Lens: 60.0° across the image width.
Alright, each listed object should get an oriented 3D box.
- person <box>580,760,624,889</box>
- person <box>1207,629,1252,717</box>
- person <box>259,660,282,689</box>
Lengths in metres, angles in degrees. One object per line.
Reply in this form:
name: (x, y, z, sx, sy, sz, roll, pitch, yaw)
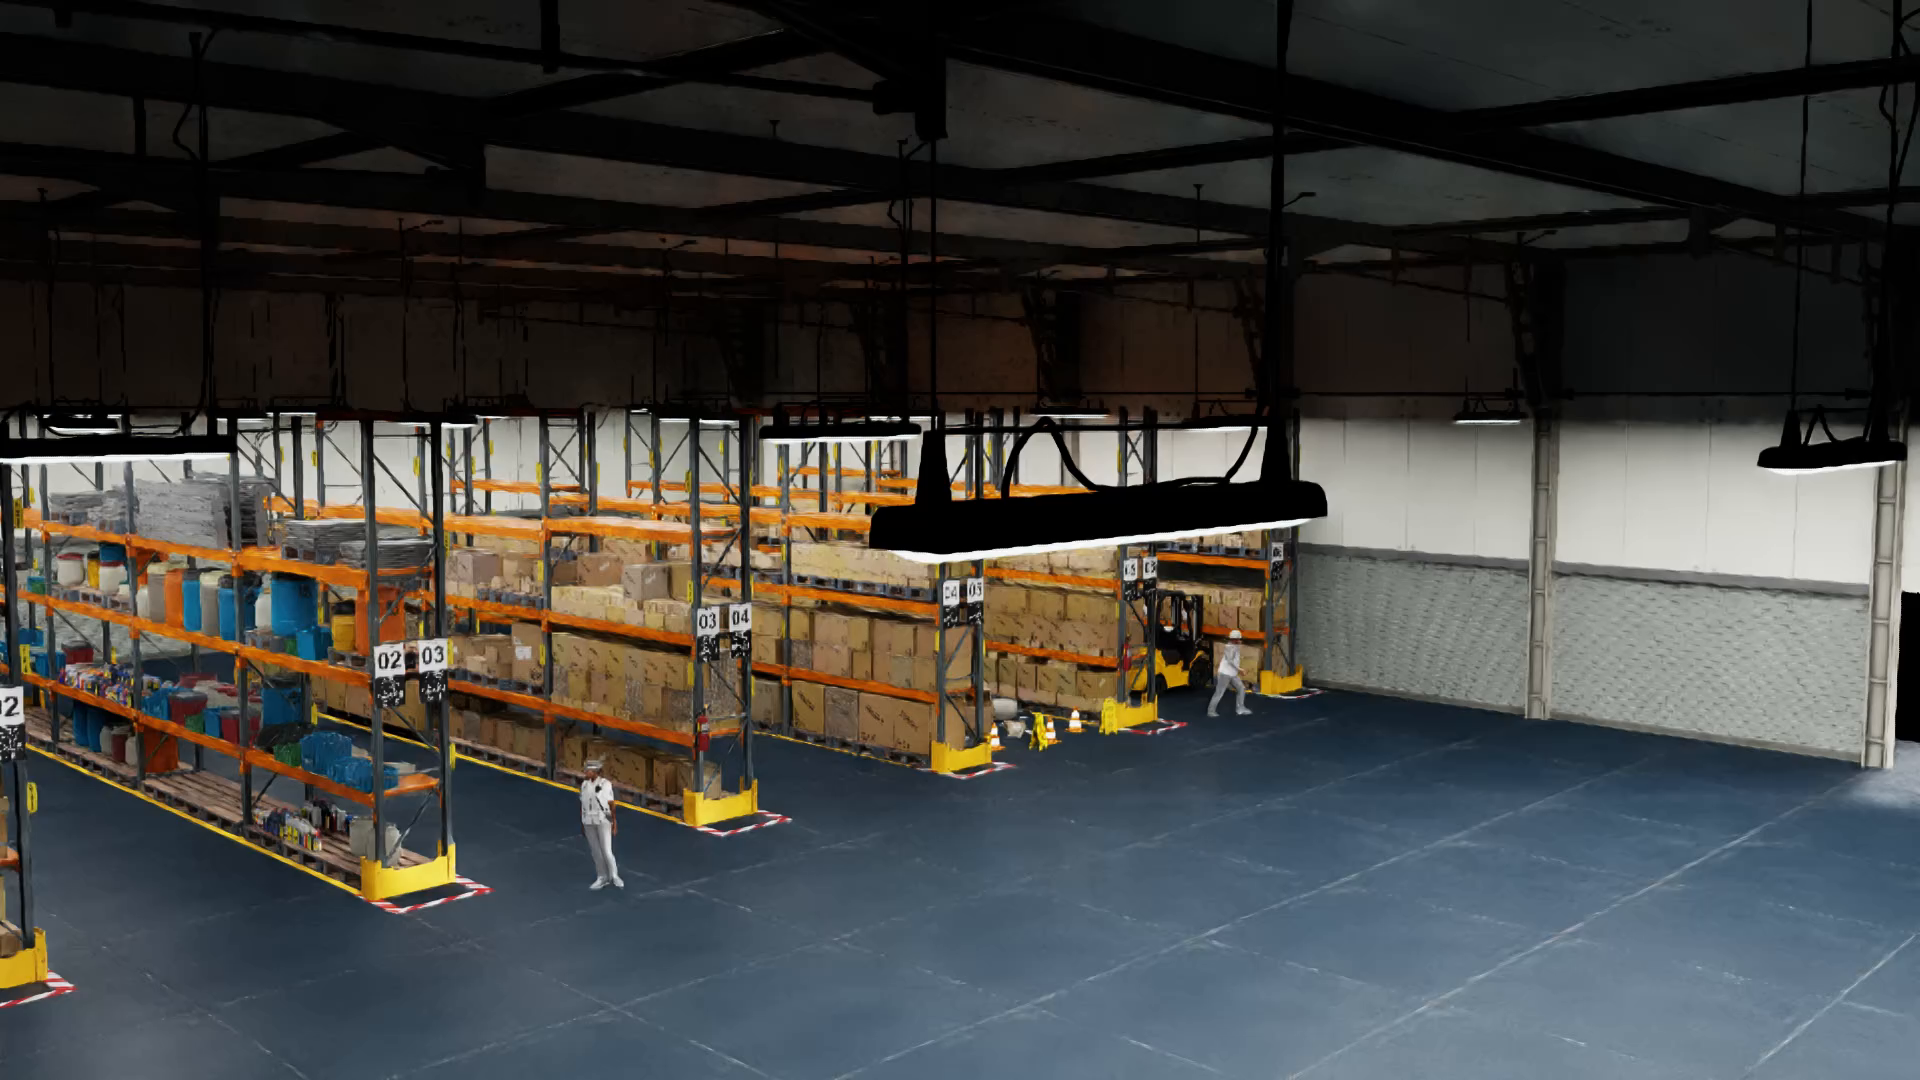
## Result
person: (-4.579, 3.611, 21.207, 0.568, 1.670, 0.401, 1, 5, 16)
person: (5.260, 2.592, 32.512, 0.795, 1.714, 0.684, 2, 6, 24)
person: (-13.244, 2.683, 32.011, 0.448, 1.588, 1.093, -4, 6, -38)
